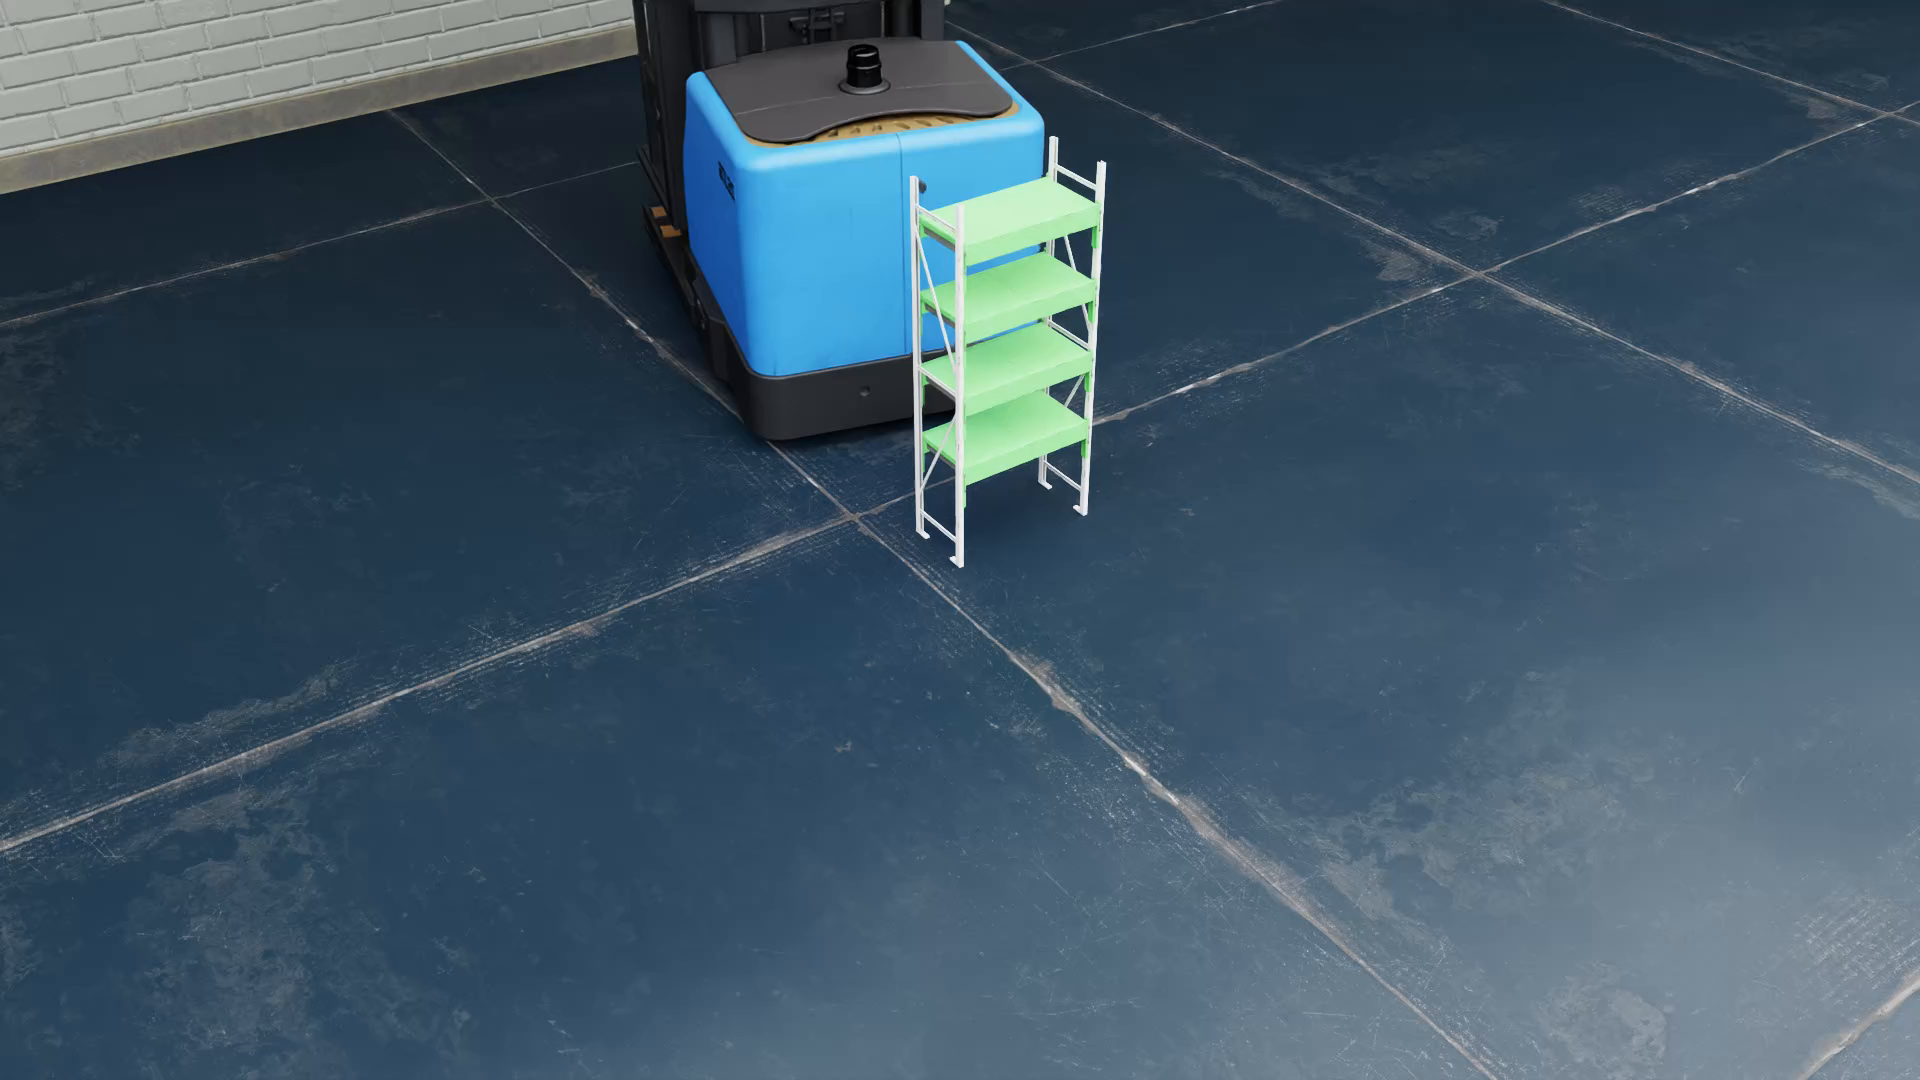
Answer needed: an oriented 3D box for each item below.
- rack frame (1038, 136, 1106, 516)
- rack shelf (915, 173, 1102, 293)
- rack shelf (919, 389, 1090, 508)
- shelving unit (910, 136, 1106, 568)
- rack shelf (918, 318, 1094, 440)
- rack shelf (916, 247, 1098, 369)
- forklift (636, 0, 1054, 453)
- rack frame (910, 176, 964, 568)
[{"bbox_3d":[0.335,-0.625,5.091,0.015,1.200,0.240,-22,41,-28],"label":"rack frame"},{"bbox_3d":[0.135,-0.881,4.734,0.480,0.148,0.258,-22,41,-28],"label":"rack shelf"},{"bbox_3d":[0.135,-0.296,5.155,0.480,0.148,0.258,-22,41,-28],"label":"rack shelf"},{"bbox_3d":[0.135,-0.543,4.977,0.503,1.200,0.258,-22,41,-28],"label":"shelving unit"},{"bbox_3d":[0.135,-0.491,5.014,0.480,0.148,0.258,-22,41,-28],"label":"rack shelf"},{"bbox_3d":[0.135,-0.686,4.874,0.480,0.148,0.258,-22,41,-28],"label":"rack shelf"},{"bbox_3d":[-0.654,-2.338,5.991,1.130,2.935,3.031,-12,37,-16],"label":"forklift"},{"bbox_3d":[-0.064,-0.461,4.863,0.015,1.200,0.240,-22,41,-28],"label":"rack frame"}]
